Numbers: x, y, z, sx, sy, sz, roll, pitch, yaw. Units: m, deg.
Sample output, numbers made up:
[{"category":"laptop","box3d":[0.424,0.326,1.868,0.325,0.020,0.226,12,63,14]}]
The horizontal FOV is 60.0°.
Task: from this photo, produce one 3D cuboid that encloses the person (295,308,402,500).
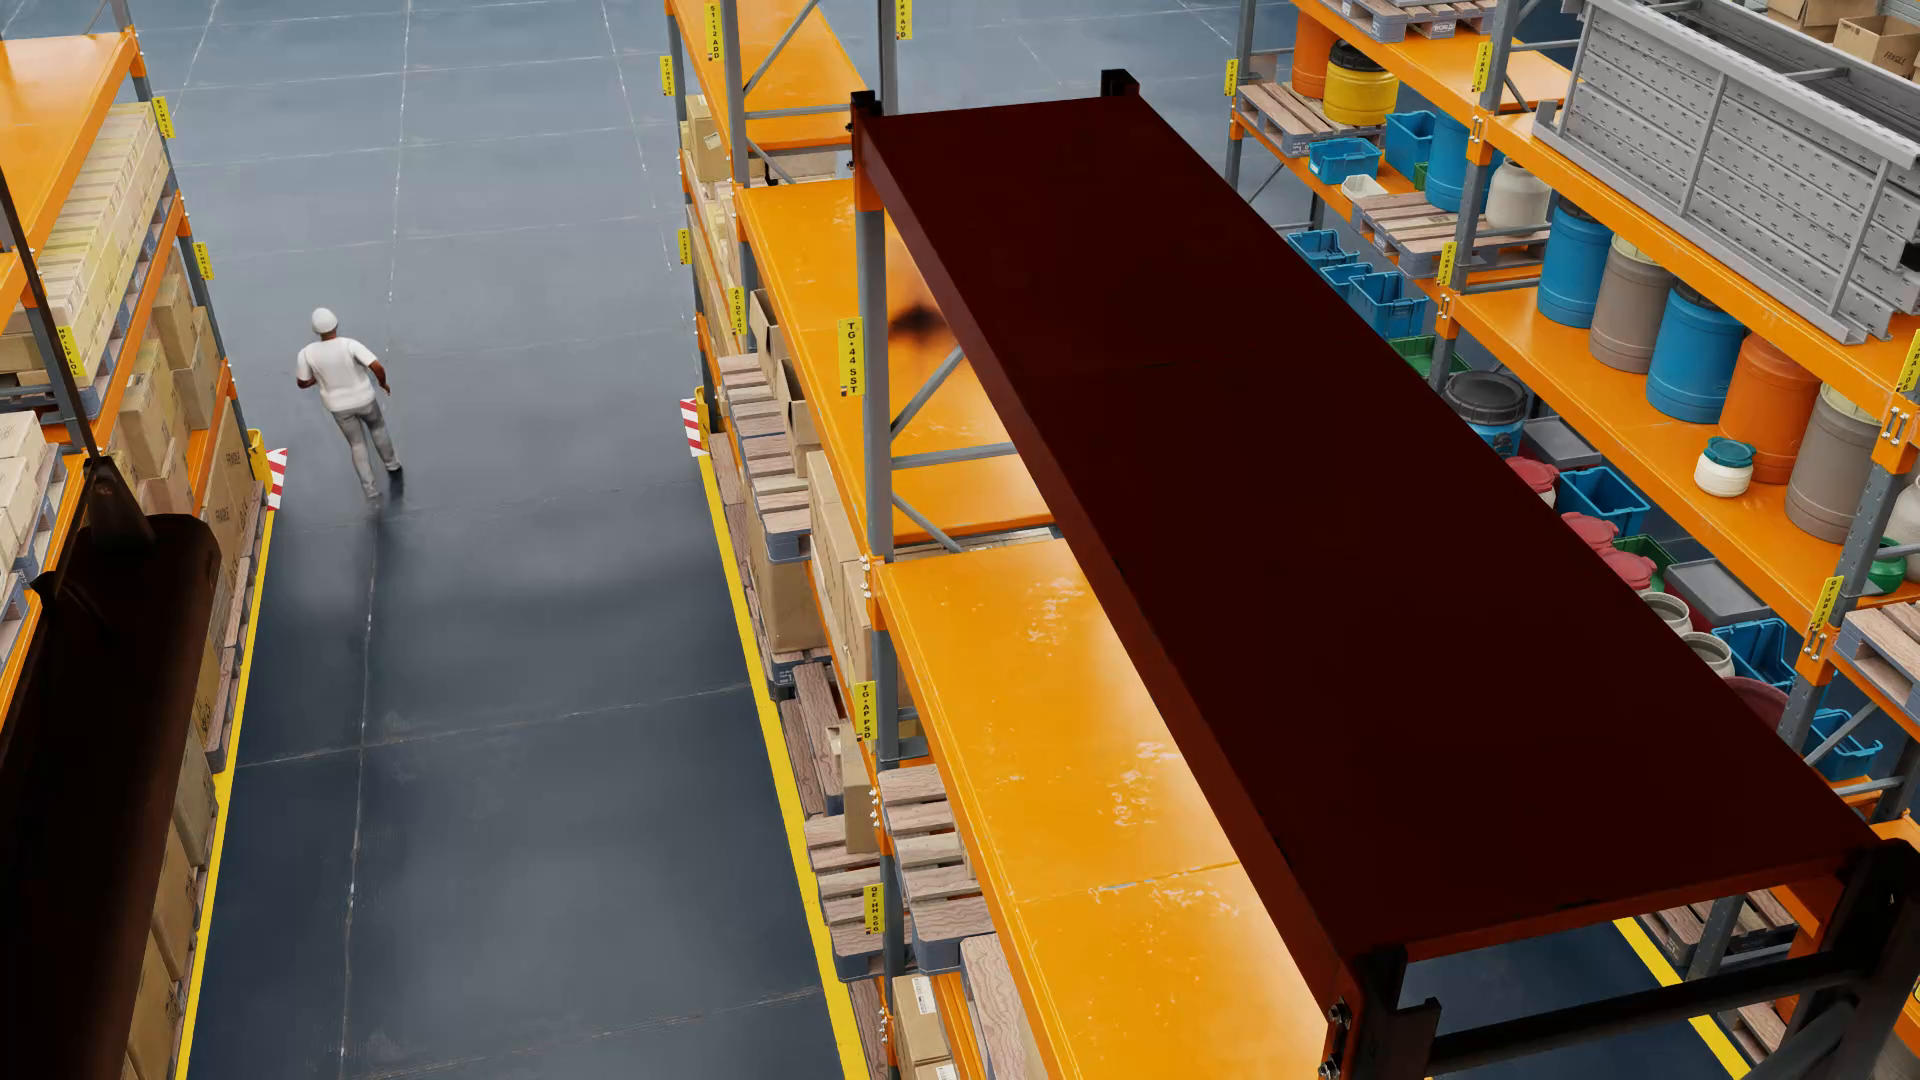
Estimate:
[{"category":"person","box3d":[-5.240,-1.161,14.242,0.729,1.770,0.935,-10,36,-14]}]
